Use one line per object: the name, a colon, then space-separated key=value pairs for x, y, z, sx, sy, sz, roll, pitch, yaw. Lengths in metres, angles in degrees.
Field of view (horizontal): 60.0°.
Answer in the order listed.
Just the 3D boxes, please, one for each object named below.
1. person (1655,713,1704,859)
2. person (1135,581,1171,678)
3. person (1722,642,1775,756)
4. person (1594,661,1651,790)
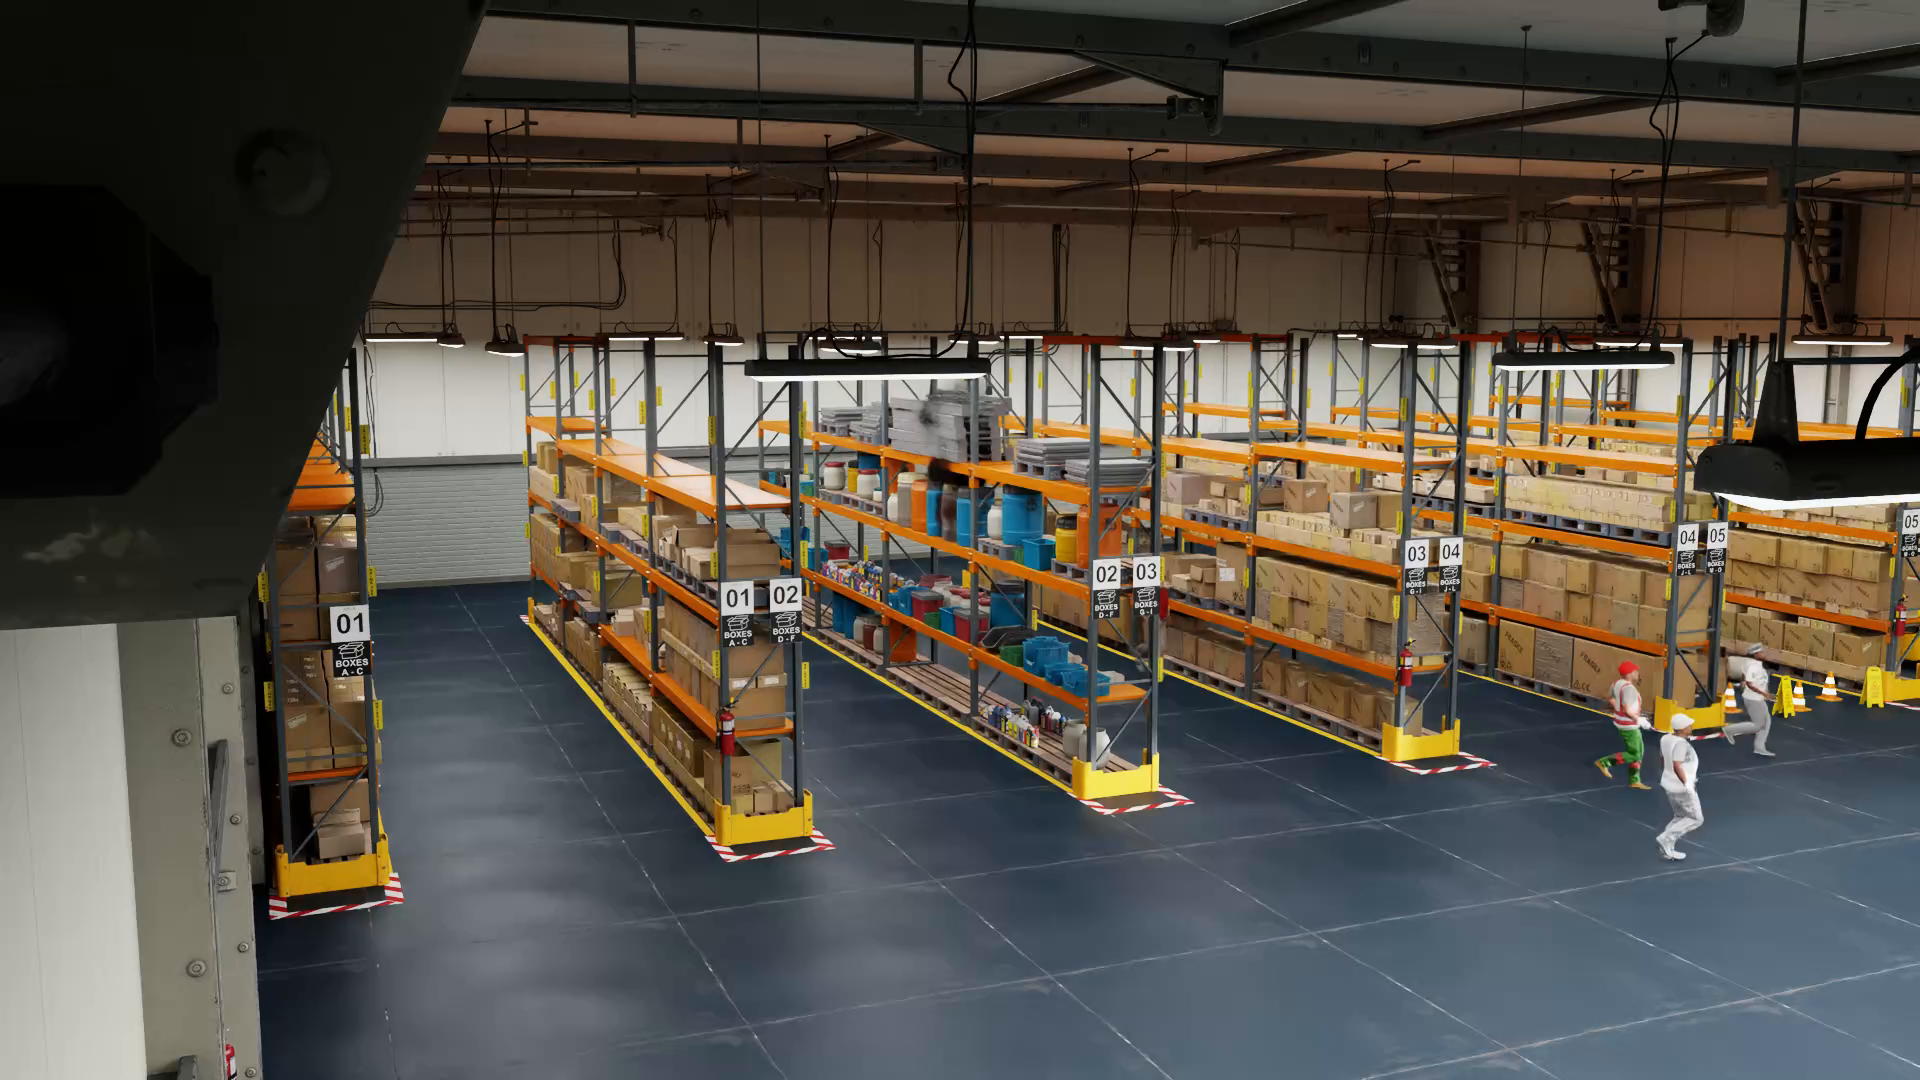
person: x=8.441 y=2.889 z=19.453 sx=0.485 sy=1.742 sz=0.672 roll=0 pitch=8 yaw=2
person: x=3.300 y=1.443 z=28.376 sx=0.687 sy=1.715 sz=0.765 roll=-4 pitch=9 yaw=-29
person: x=11.521 y=2.307 z=24.212 sx=0.727 sy=1.682 sz=0.583 roll=3 pitch=8 yaw=24
person: x=8.968 y=2.504 z=22.435 sx=0.781 sy=1.765 sz=0.660 roll=1 pitch=8 yaw=5
